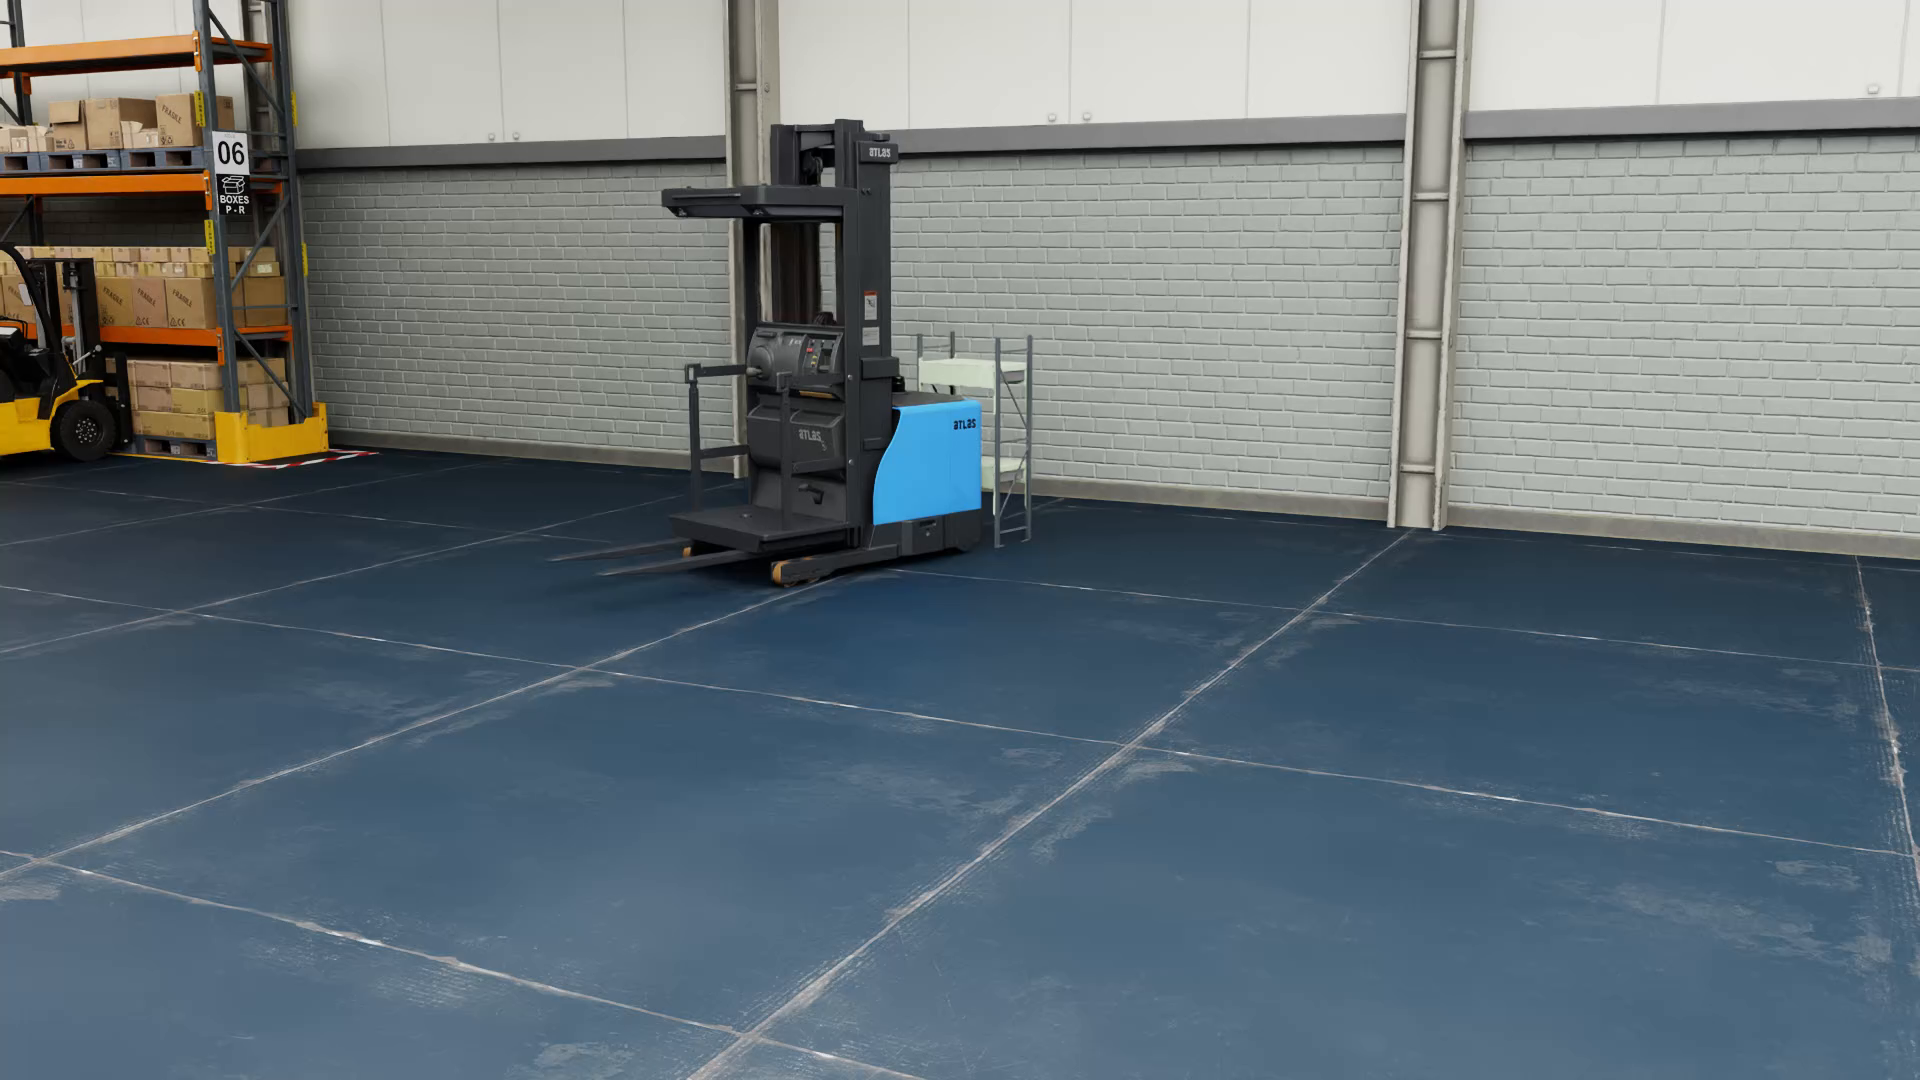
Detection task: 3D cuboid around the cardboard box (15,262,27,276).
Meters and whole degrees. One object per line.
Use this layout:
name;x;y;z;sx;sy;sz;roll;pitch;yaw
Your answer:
cardboard box;-9.757;-2.882;17.629;0.250;0.149;0.380;5;12;27

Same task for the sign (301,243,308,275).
sign;-6.756;-2.886;17.101;0.005;0.325;0.100;5;11;26

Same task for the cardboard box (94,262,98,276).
cardboard box;-8.787;-2.815;17.261;0.250;0.149;0.380;5;11;25

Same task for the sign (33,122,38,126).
sign;-10.350;-4.506;18.610;0.005;0.325;0.100;5;11;26

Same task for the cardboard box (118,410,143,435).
cardboard box;-8.455;-1.255;17.282;0.500;0.250;0.500;5;11;26

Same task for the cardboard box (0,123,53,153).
cardboard box;-9.956;-4.232;17.557;0.500;0.311;0.500;5;12;27

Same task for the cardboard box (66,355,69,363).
cardboard box;-9.394;-1.826;17.633;0.500;0.250;0.500;5;12;28

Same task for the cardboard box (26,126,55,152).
cardboard box;-9.397;-4.149;17.224;0.258;0.266;0.396;5;11;24

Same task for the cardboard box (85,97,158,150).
cardboard box;-8.386;-4.207;16.888;0.500;0.500;0.700;5;11;26

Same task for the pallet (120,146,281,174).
pallet;-7.630;-3.825;16.770;1.213;0.211;1.003;5;11;26

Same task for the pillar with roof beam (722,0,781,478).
pillar with roof beam;-3.757;-4.324;10.851;0.400;9.000;9.100;5;11;26

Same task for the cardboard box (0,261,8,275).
cardboard box;-10.192;-2.929;17.891;0.250;0.149;0.380;5;12;27

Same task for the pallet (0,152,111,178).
pallet;-9.818;-4.018;17.832;1.213;0.211;1.003;5;11;26

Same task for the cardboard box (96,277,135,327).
cardboard box;-8.485;-2.462;17.129;0.500;0.500;0.500;5;11;25

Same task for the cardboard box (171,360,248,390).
cardboard box;-7.558;-1.665;16.742;0.500;0.250;0.500;5;12;28

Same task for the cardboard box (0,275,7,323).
cardboard box;-10.312;-2.621;18.007;0.500;0.500;0.500;5;11;24

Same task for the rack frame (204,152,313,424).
rack frame;-7.007;-2.333;16.698;0.127;3.000;1.000;5;11;26

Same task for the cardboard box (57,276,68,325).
cardboard box;-9.383;-2.543;17.576;0.500;0.500;0.500;5;11;25

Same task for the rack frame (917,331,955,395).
rack frame;-0.174;-0.793;12.402;0.023;1.500;0.400;9;13;39

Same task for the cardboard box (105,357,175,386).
cardboard box;-8.475;-1.743;17.170;0.500;0.250;0.500;5;11;27

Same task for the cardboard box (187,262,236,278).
cardboard box;-7.442;-2.684;16.535;0.250;0.149;0.380;5;11;27

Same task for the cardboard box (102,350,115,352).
cardboard box;-9.606;-1.948;18.307;0.500;0.250;0.500;5;11;25

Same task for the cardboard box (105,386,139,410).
cardboard box;-8.499;-1.500;17.231;0.500;0.250;0.500;5;11;25

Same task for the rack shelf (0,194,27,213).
rack shelf;-12.388;-3.928;19.108;4.000;0.370;1.077;5;11;26

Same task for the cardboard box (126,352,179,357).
cardboard box;-8.704;-1.868;17.864;0.500;0.250;0.500;5;11;25

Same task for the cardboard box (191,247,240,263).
cardboard box;-7.421;-2.842;16.575;0.250;0.149;0.380;5;11;26

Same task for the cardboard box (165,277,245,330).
cardboard box;-7.565;-2.379;16.672;0.500;0.500;0.500;5;11;25

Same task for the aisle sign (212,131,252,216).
aisle sign;-7.078;-3.560;16.179;0.004;0.787;0.394;5;11;26

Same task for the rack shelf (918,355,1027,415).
rack shelf;0.105;-1.135;12.100;0.720;0.370;0.431;9;13;39

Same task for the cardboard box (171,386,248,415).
cardboard box;-7.582;-1.421;16.797;0.500;0.250;0.500;5;11;25

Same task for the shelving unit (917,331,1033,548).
shelving unit;0.105;-0.751;12.170;0.755;1.500;0.431;9;13;39

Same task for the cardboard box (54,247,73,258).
cardboard box;-9.249;-3.002;17.455;0.250;0.149;0.380;5;11;26

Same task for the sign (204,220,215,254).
sign;-7.260;-2.934;16.101;0.005;0.325;0.100;5;11;26

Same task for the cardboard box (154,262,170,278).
cardboard box;-7.890;-2.730;16.787;0.250;0.149;0.380;5;12;27

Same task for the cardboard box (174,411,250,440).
cardboard box;-7.568;-1.173;16.832;0.500;0.250;0.500;5;11;26

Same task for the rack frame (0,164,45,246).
rack frame;-10.594;-2.648;18.440;0.127;3.000;1.000;5;11;26

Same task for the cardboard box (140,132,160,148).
cardboard box;-7.884;-3.958;16.500;0.250;0.149;0.380;5;11;24

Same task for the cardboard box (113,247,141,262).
cardboard box;-8.376;-2.907;16.935;0.250;0.149;0.380;5;12;27

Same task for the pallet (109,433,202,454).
pallet;-8.801;-1.111;17.775;1.213;0.211;1.003;5;11;26

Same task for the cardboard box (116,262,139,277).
cardboard box;-8.367;-2.764;16.980;0.250;0.149;0.380;5;11;24

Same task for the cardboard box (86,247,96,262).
cardboard box;-8.800;-2.962;17.238;0.250;0.149;0.380;5;11;27

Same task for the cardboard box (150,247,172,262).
cardboard box;-7.903;-2.873;16.745;0.250;0.149;0.380;5;12;27

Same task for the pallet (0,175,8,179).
pallet;-11.391;-4.098;18.562;1.217;0.209;0.805;5;11;24

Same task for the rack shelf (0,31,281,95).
rack shelf;-8.801;-4.892;17.135;4.000;0.370;1.077;5;11;26

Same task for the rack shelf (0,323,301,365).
rack shelf;-8.801;-2.137;17.633;4.000;0.370;1.077;5;11;26

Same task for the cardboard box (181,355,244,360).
cardboard box;-7.804;-1.786;17.407;0.500;0.250;0.500;5;11;26

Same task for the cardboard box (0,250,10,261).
cardboard box;-10.157;-3.087;17.928;0.250;0.149;0.380;5;11;27

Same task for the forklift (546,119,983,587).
forklift;-1.247;-1.246;10.885;3.031;2.935;1.130;-10;14;-43

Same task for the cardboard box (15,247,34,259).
cardboard box;-9.747;-3.029;17.606;0.250;0.149;0.380;5;12;27
